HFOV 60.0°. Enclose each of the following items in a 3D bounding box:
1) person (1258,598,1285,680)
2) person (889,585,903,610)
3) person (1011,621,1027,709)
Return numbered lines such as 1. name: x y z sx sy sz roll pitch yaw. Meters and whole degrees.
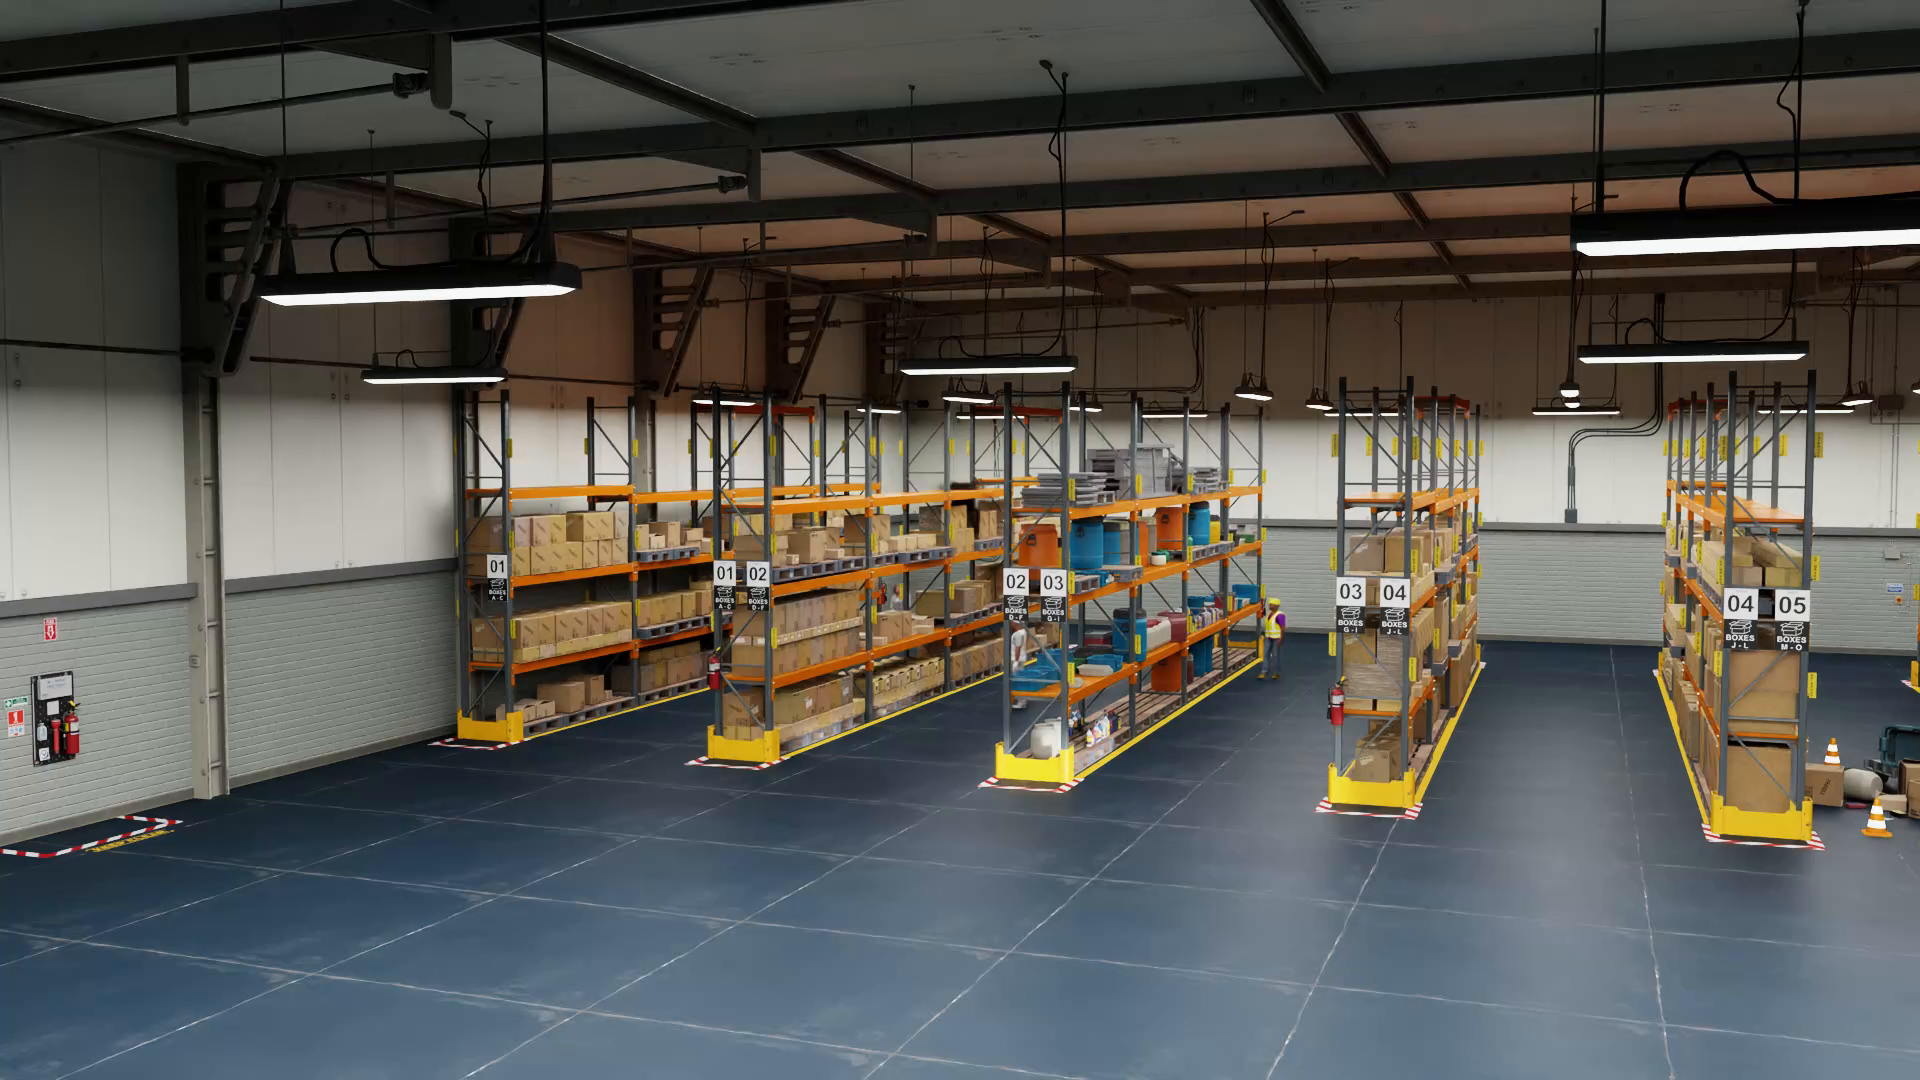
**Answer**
1. person: 6.769 2.144 36.099 0.516 1.776 0.615 -2 4 -36
2. person: -1.542 1.909 41.820 0.460 1.563 0.637 1 3 15
3. person: 1.121 2.355 31.974 0.375 1.817 0.675 0 3 5
